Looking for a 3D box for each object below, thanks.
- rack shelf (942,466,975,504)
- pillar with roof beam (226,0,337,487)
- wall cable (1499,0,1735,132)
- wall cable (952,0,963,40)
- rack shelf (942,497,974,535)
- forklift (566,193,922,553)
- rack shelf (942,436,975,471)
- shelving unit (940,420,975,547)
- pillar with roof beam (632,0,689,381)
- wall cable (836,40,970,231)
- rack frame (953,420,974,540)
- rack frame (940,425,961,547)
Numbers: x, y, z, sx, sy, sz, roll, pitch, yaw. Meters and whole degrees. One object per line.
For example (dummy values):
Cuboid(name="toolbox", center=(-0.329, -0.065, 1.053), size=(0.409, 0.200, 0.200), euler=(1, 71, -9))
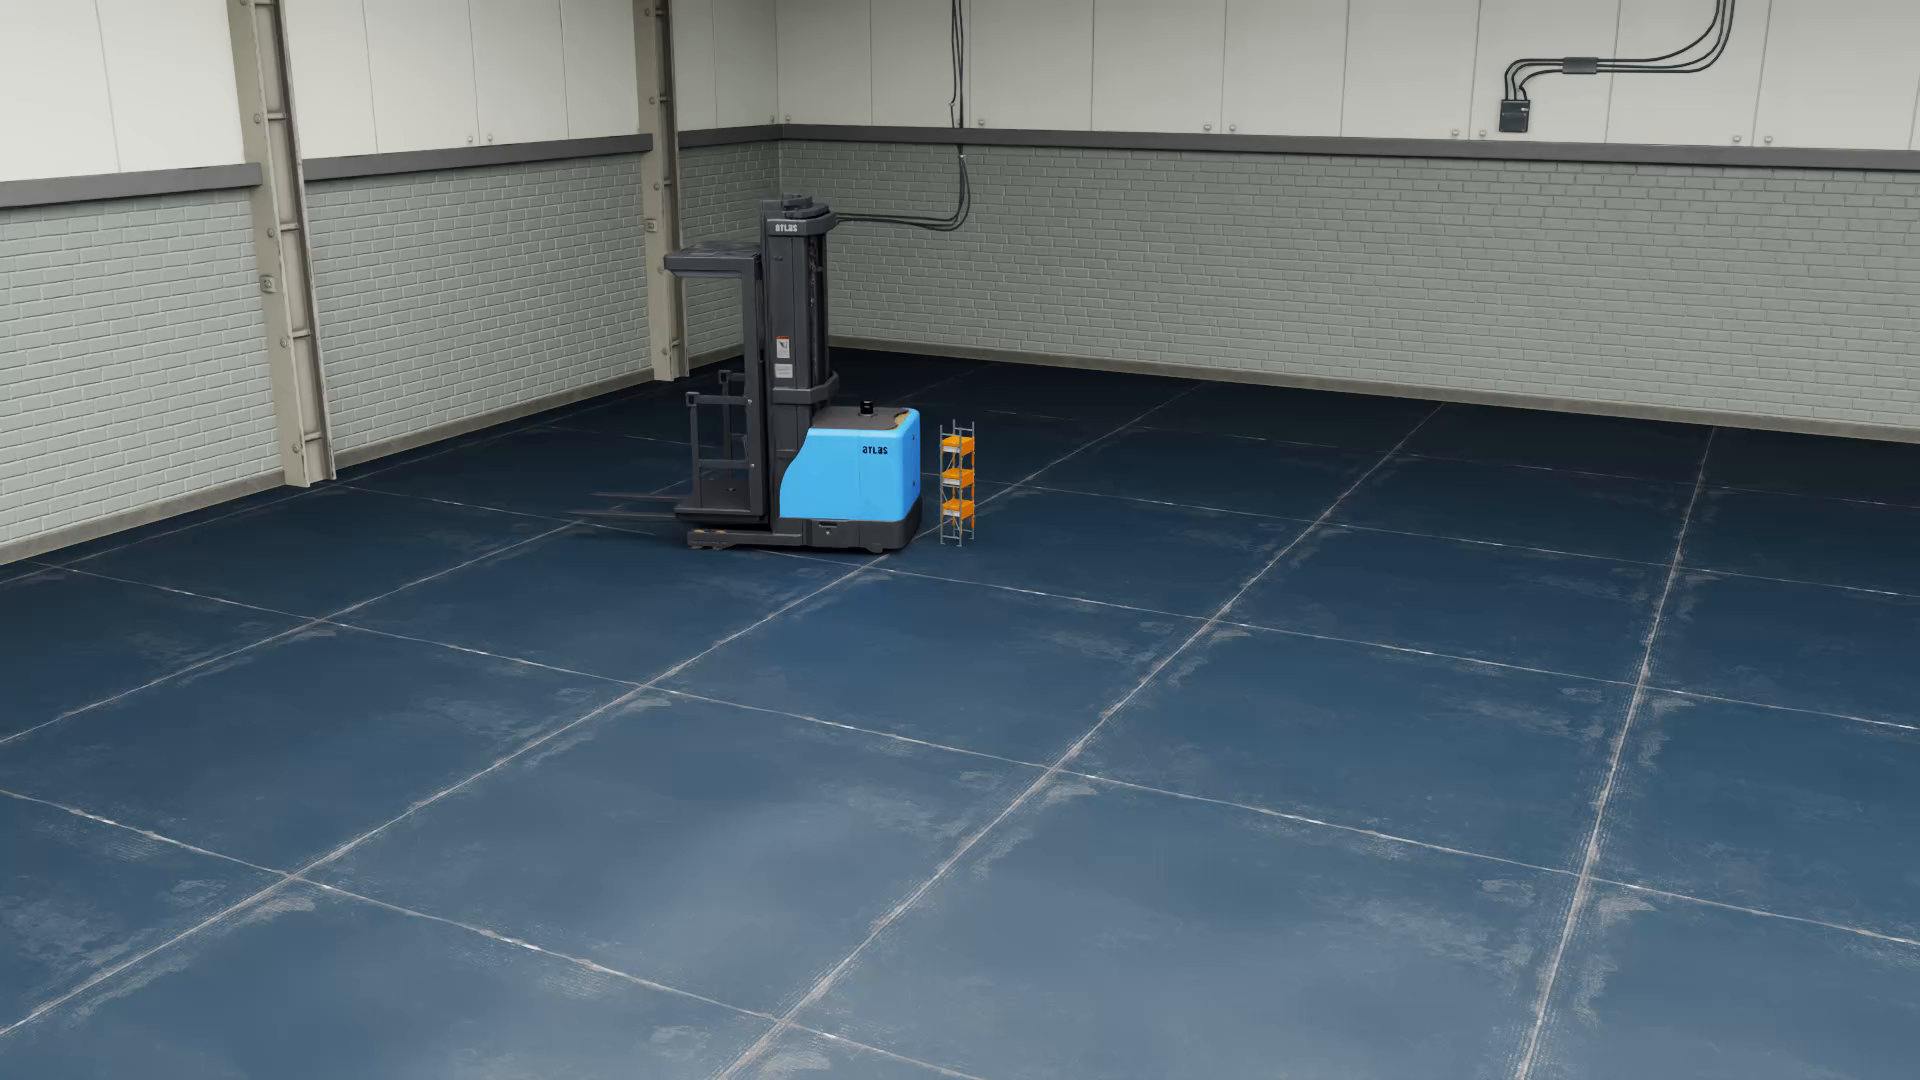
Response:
Cuboid(name="rack shelf", center=(-0.024, -0.479, 14.332), size=(0.215, 0.259, 0.240), euler=(8, 18, 25))
Cuboid(name="pillar with roof beam", center=(-2.591, -4.350, 13.366), size=(9.100, 9.000, 0.400), euler=(8, 18, 25))
Cuboid(name="wall cable", center=(7.224, -7.427, 17.751), size=(2.305, 6.003, 0.169), euler=(8, 18, 25))
Cuboid(name="wall cable", center=(1.158, -7.597, 20.879), size=(3.097, 2.526, 0.112), euler=(8, 18, 25))
Cuboid(name="rack shelf", center=(-0.024, -0.213, 14.411), size=(0.215, 0.259, 0.240), euler=(8, 18, 25))
Cuboid(name="forklift", center=(-1.903, -1.465, 14.308), size=(3.031, 2.935, 1.130), euler=(2, 17, 8))
Cuboid(name="rack shelf", center=(-0.024, -0.752, 14.251), size=(0.215, 0.259, 0.240), euler=(8, 18, 25))
Cuboid(name="shelving unit", center=(-0.024, -0.490, 14.329), size=(0.215, 1.050, 0.252), euler=(8, 18, 25))
Cuboid(name="pillar with roof beam", center=(0.090, -5.878, 18.511), size=(9.100, 9.000, 0.400), euler=(8, 18, 25))
Cuboid(name="wall cable", center=(-1.262, -5.520, 22.757), size=(3.097, 2.526, 0.112), euler=(8, 18, 25))
Cuboid(name="rack frame", center=(0.031, -0.521, 14.434), size=(0.200, 1.050, 0.008), euler=(8, 18, 25))
Cuboid(name="rack frame", center=(-0.078, -0.459, 14.224), size=(0.200, 1.050, 0.008), euler=(8, 18, 25))
